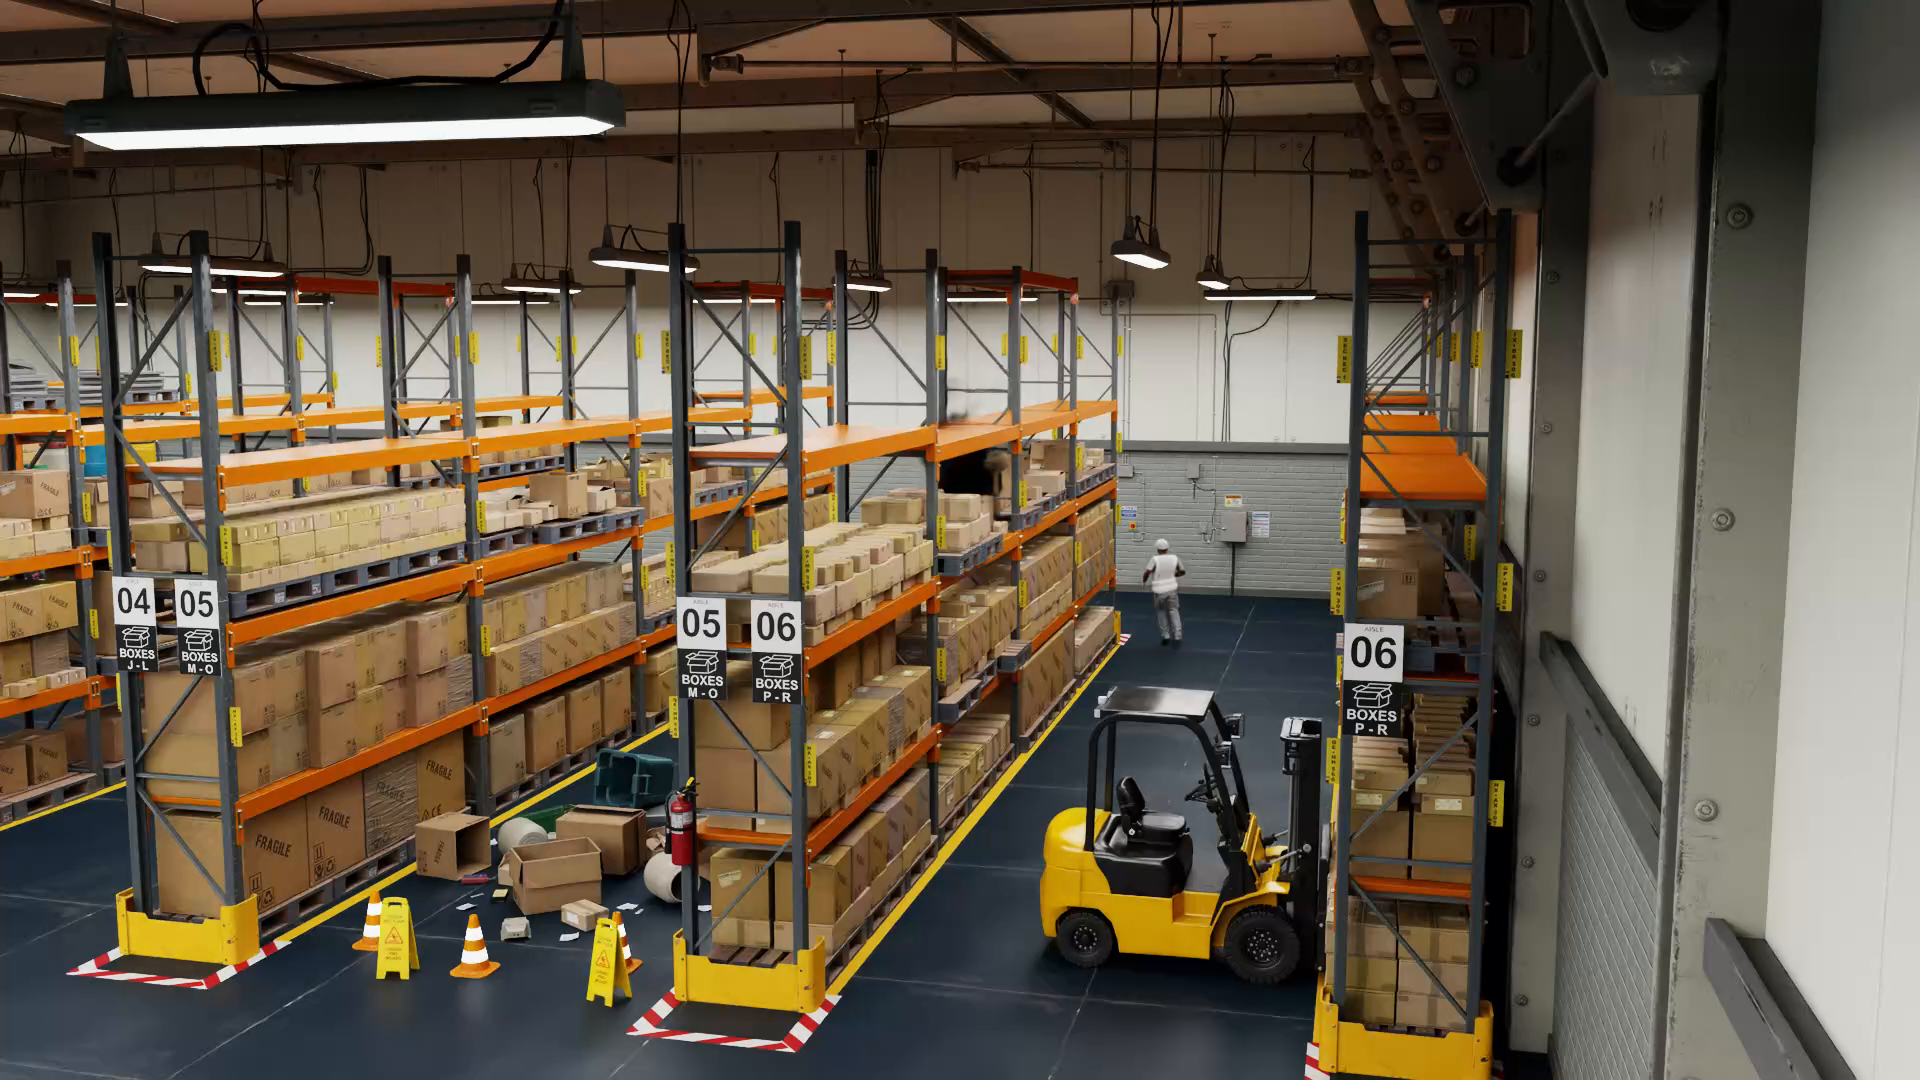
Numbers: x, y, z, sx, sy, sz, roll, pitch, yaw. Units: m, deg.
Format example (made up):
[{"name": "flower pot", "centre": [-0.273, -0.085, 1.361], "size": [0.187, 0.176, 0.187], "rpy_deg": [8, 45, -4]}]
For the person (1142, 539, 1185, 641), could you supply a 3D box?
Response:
[{"name": "person", "centre": [3.417, 0.862, 28.078], "size": [0.749, 1.787, 0.777], "rpy_deg": [-1, 7, -6]}]
